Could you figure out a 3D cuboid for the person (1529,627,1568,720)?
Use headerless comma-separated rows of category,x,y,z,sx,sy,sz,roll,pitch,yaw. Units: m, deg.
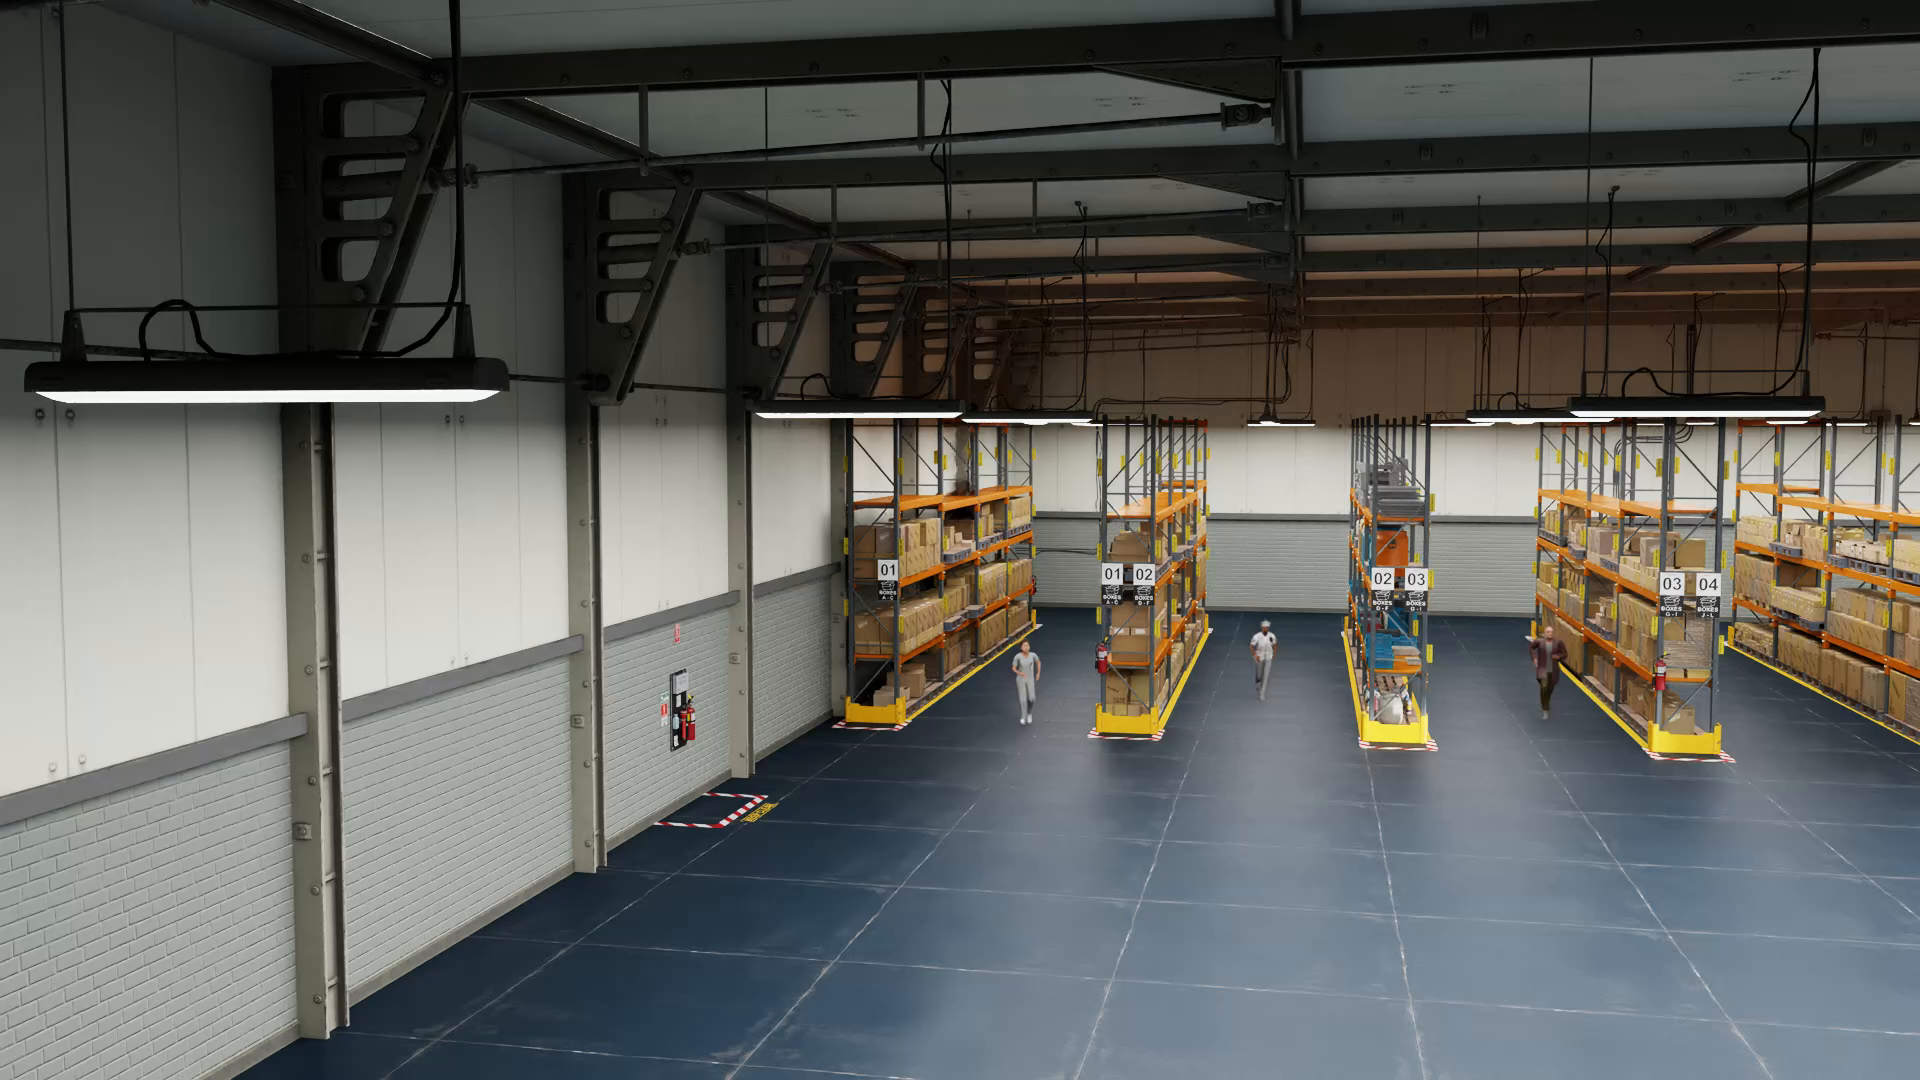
person,11.757,2.638,33.218,0.668,1.837,1.079,0,4,6

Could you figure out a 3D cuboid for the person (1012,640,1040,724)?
person,1.295,2.756,32.180,0.585,1.650,0.630,-1,4,-8

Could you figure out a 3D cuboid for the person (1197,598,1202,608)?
person,6.797,1.727,48.119,0.519,1.625,0.626,2,4,26

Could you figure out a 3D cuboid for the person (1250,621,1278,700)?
person,6.484,2.542,35.488,0.600,1.680,0.759,0,4,1

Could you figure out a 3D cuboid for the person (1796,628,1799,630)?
person,22.398,1.934,44.346,0.691,1.684,0.906,0,4,-3
